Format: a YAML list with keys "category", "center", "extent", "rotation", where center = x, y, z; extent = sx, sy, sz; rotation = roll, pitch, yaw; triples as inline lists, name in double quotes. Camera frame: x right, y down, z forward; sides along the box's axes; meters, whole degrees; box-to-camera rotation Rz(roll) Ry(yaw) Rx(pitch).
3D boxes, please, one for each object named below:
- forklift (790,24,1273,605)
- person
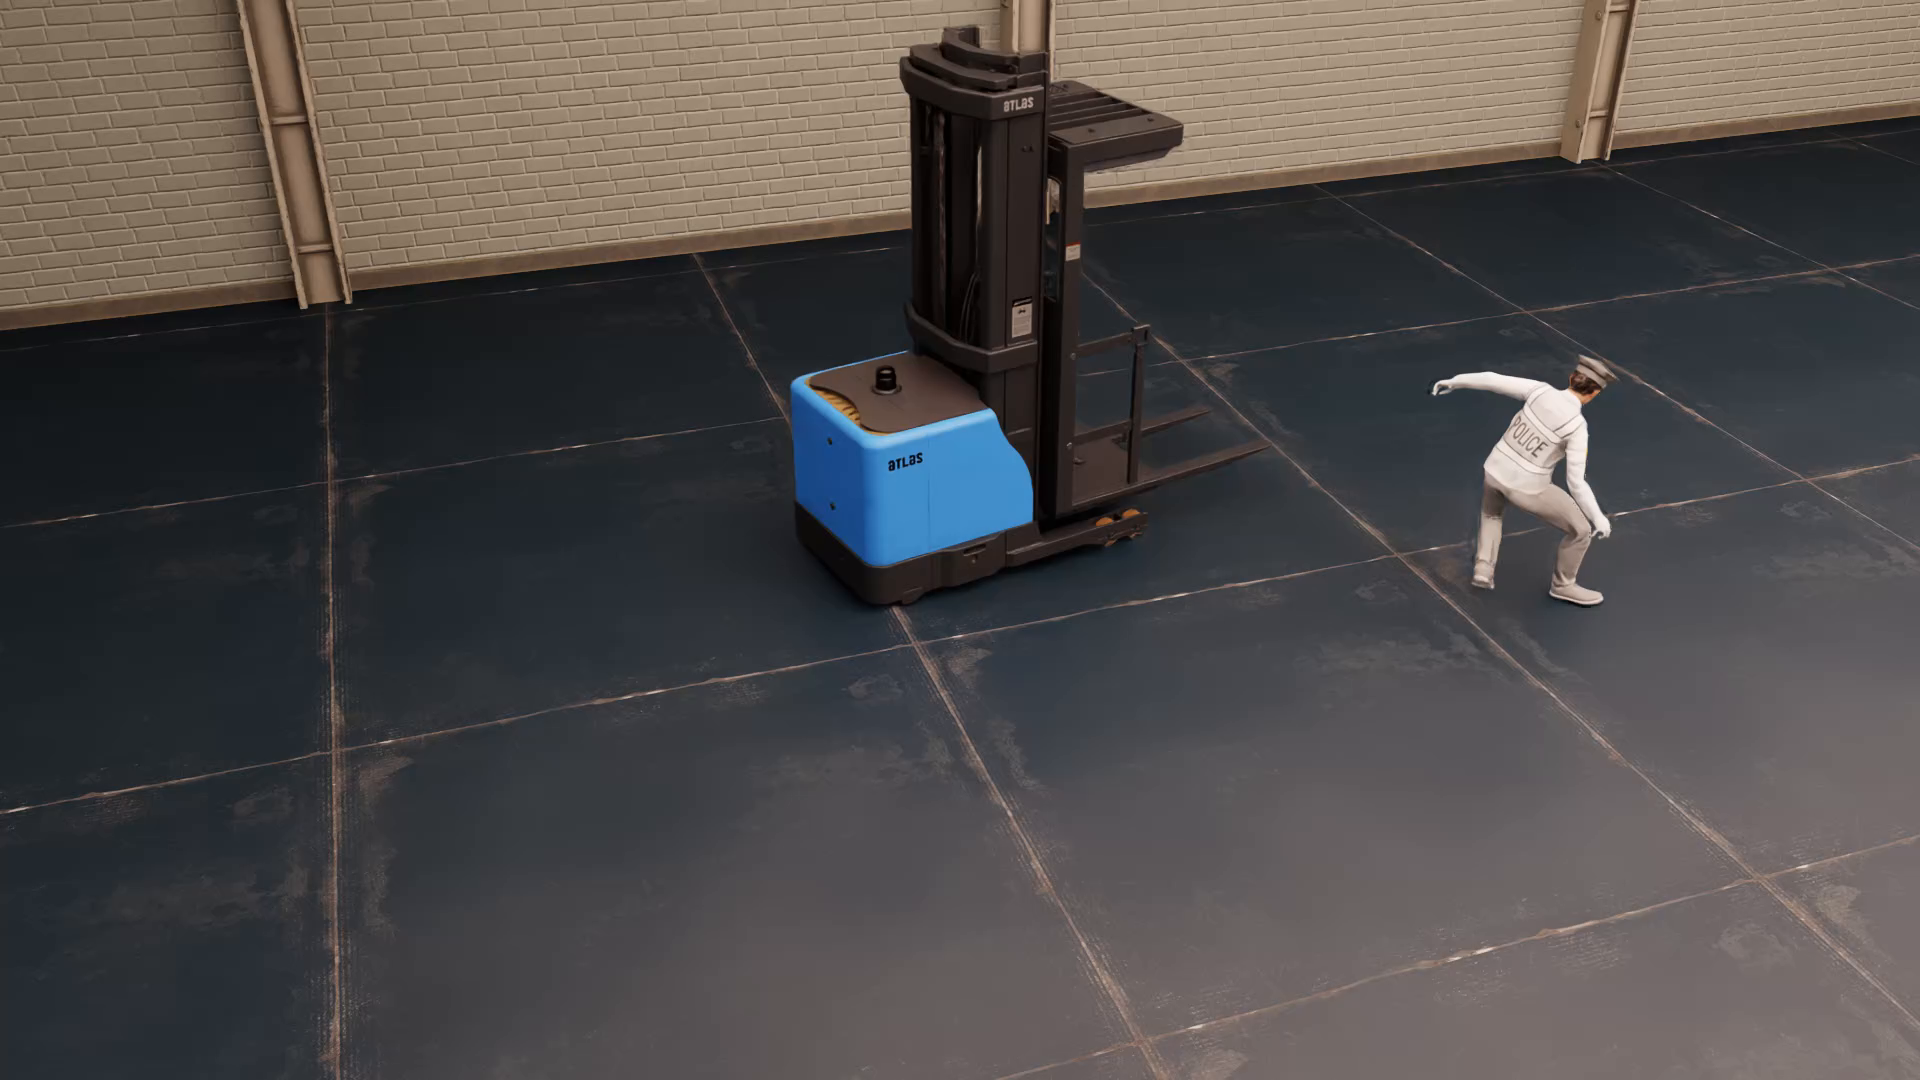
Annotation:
- category: "forklift"
  center: [0.540, -1.444, 9.597]
  extent: [3.031, 2.935, 1.130]
  rotation: [-17, 34, -27]
- category: "person"
  center: [3.117, -0.377, 9.197]
  extent: [0.694, 1.468, 1.092]
  rotation: [-16, 33, -25]
